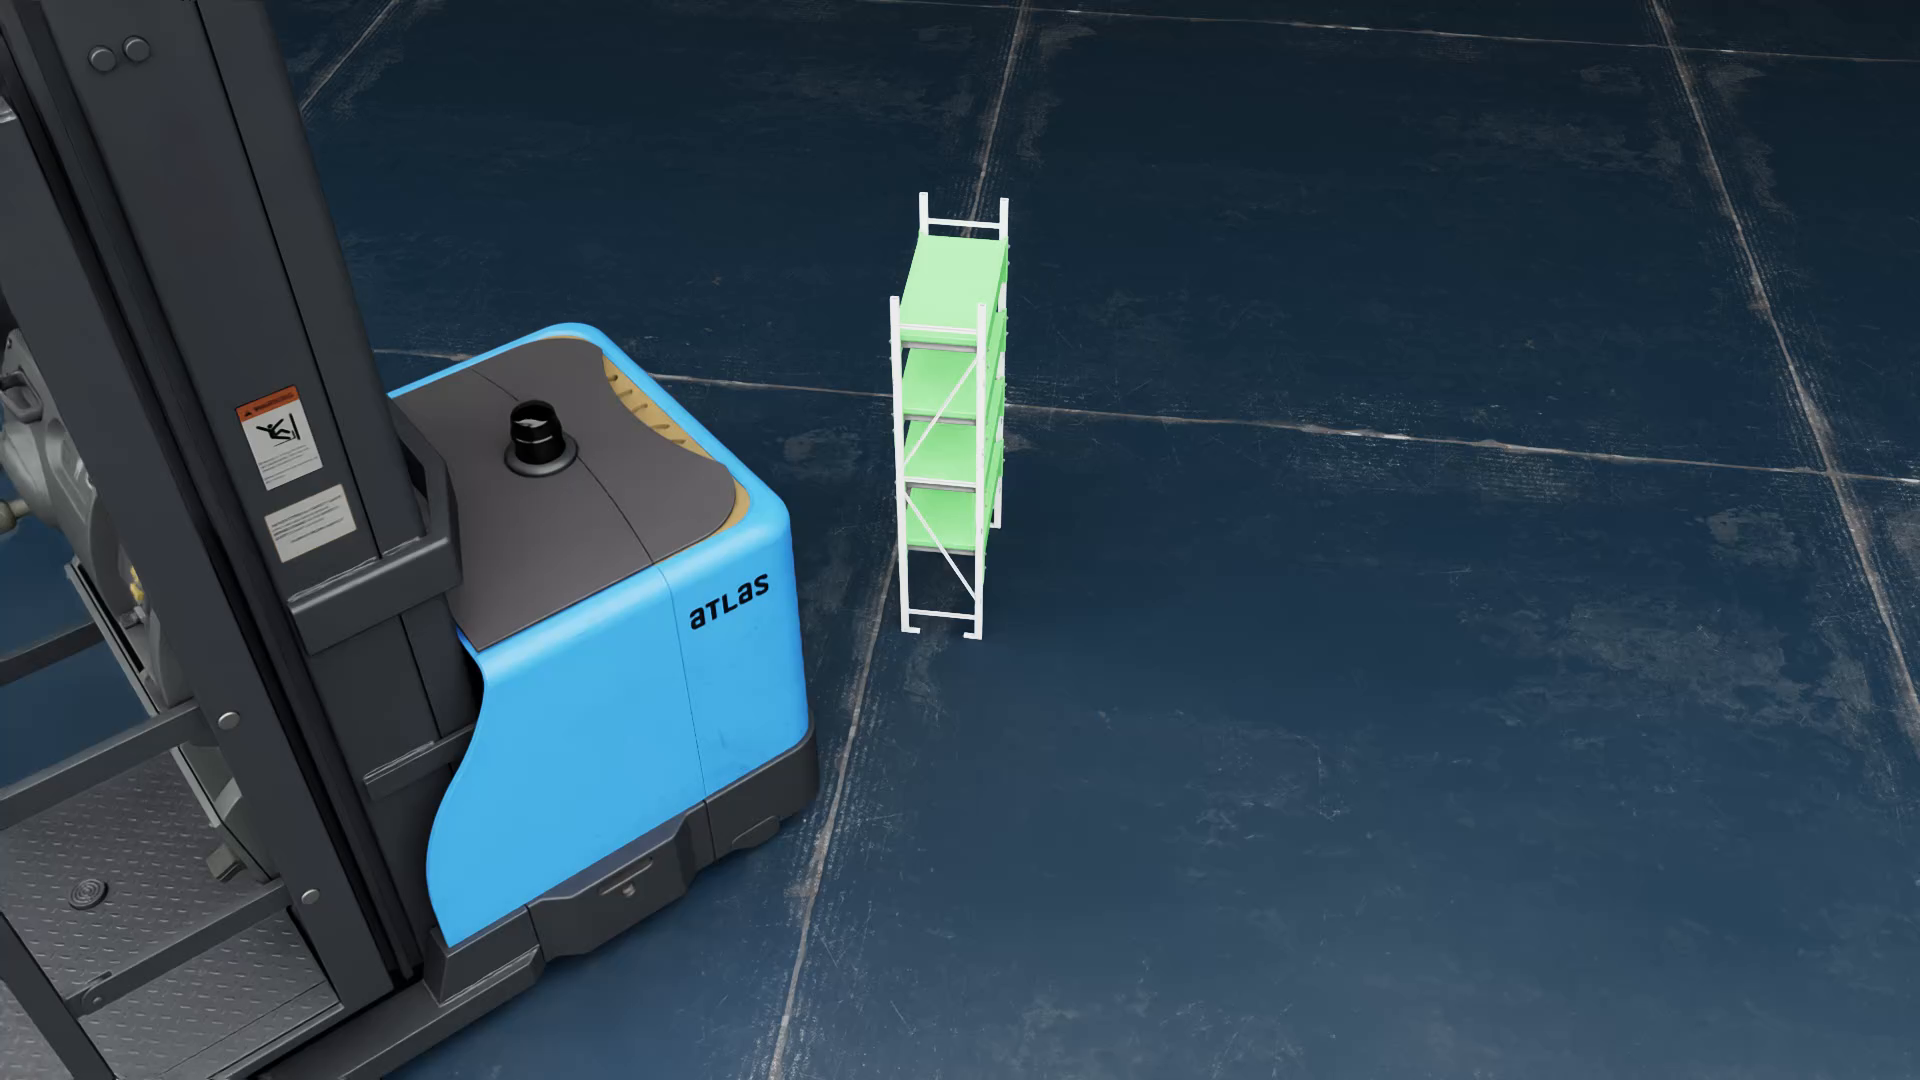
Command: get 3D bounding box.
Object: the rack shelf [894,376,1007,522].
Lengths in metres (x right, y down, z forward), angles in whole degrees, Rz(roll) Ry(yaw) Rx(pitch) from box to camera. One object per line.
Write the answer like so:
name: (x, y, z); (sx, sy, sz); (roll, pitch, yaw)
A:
rack shelf: (-0.022, -0.276, 4.762); (0.258, 0.148, 0.480); (5, 44, 6)

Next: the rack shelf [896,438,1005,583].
rack shelf: (-0.022, -0.102, 4.927); (0.258, 0.148, 0.480); (5, 44, 6)

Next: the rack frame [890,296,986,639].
rack frame: (-0.054, -0.157, 4.543); (0.240, 1.200, 0.015); (5, 44, 6)

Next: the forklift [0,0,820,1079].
forklift: (-1.843, 0.016, 3.101); (3.031, 2.935, 1.130); (-29, 50, -27)

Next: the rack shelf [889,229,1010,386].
rack shelf: (-0.022, -0.625, 4.432); (0.258, 0.148, 0.480); (5, 44, 6)

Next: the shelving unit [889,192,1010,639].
shelving unit: (-0.022, -0.323, 4.718); (0.258, 1.200, 0.503); (5, 44, 6)

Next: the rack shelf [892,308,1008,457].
rack shelf: (-0.022, -0.451, 4.597); (0.258, 0.148, 0.480); (5, 44, 6)

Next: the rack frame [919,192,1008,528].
rack frame: (0.010, -0.489, 4.894); (0.240, 1.200, 0.015); (5, 44, 6)
